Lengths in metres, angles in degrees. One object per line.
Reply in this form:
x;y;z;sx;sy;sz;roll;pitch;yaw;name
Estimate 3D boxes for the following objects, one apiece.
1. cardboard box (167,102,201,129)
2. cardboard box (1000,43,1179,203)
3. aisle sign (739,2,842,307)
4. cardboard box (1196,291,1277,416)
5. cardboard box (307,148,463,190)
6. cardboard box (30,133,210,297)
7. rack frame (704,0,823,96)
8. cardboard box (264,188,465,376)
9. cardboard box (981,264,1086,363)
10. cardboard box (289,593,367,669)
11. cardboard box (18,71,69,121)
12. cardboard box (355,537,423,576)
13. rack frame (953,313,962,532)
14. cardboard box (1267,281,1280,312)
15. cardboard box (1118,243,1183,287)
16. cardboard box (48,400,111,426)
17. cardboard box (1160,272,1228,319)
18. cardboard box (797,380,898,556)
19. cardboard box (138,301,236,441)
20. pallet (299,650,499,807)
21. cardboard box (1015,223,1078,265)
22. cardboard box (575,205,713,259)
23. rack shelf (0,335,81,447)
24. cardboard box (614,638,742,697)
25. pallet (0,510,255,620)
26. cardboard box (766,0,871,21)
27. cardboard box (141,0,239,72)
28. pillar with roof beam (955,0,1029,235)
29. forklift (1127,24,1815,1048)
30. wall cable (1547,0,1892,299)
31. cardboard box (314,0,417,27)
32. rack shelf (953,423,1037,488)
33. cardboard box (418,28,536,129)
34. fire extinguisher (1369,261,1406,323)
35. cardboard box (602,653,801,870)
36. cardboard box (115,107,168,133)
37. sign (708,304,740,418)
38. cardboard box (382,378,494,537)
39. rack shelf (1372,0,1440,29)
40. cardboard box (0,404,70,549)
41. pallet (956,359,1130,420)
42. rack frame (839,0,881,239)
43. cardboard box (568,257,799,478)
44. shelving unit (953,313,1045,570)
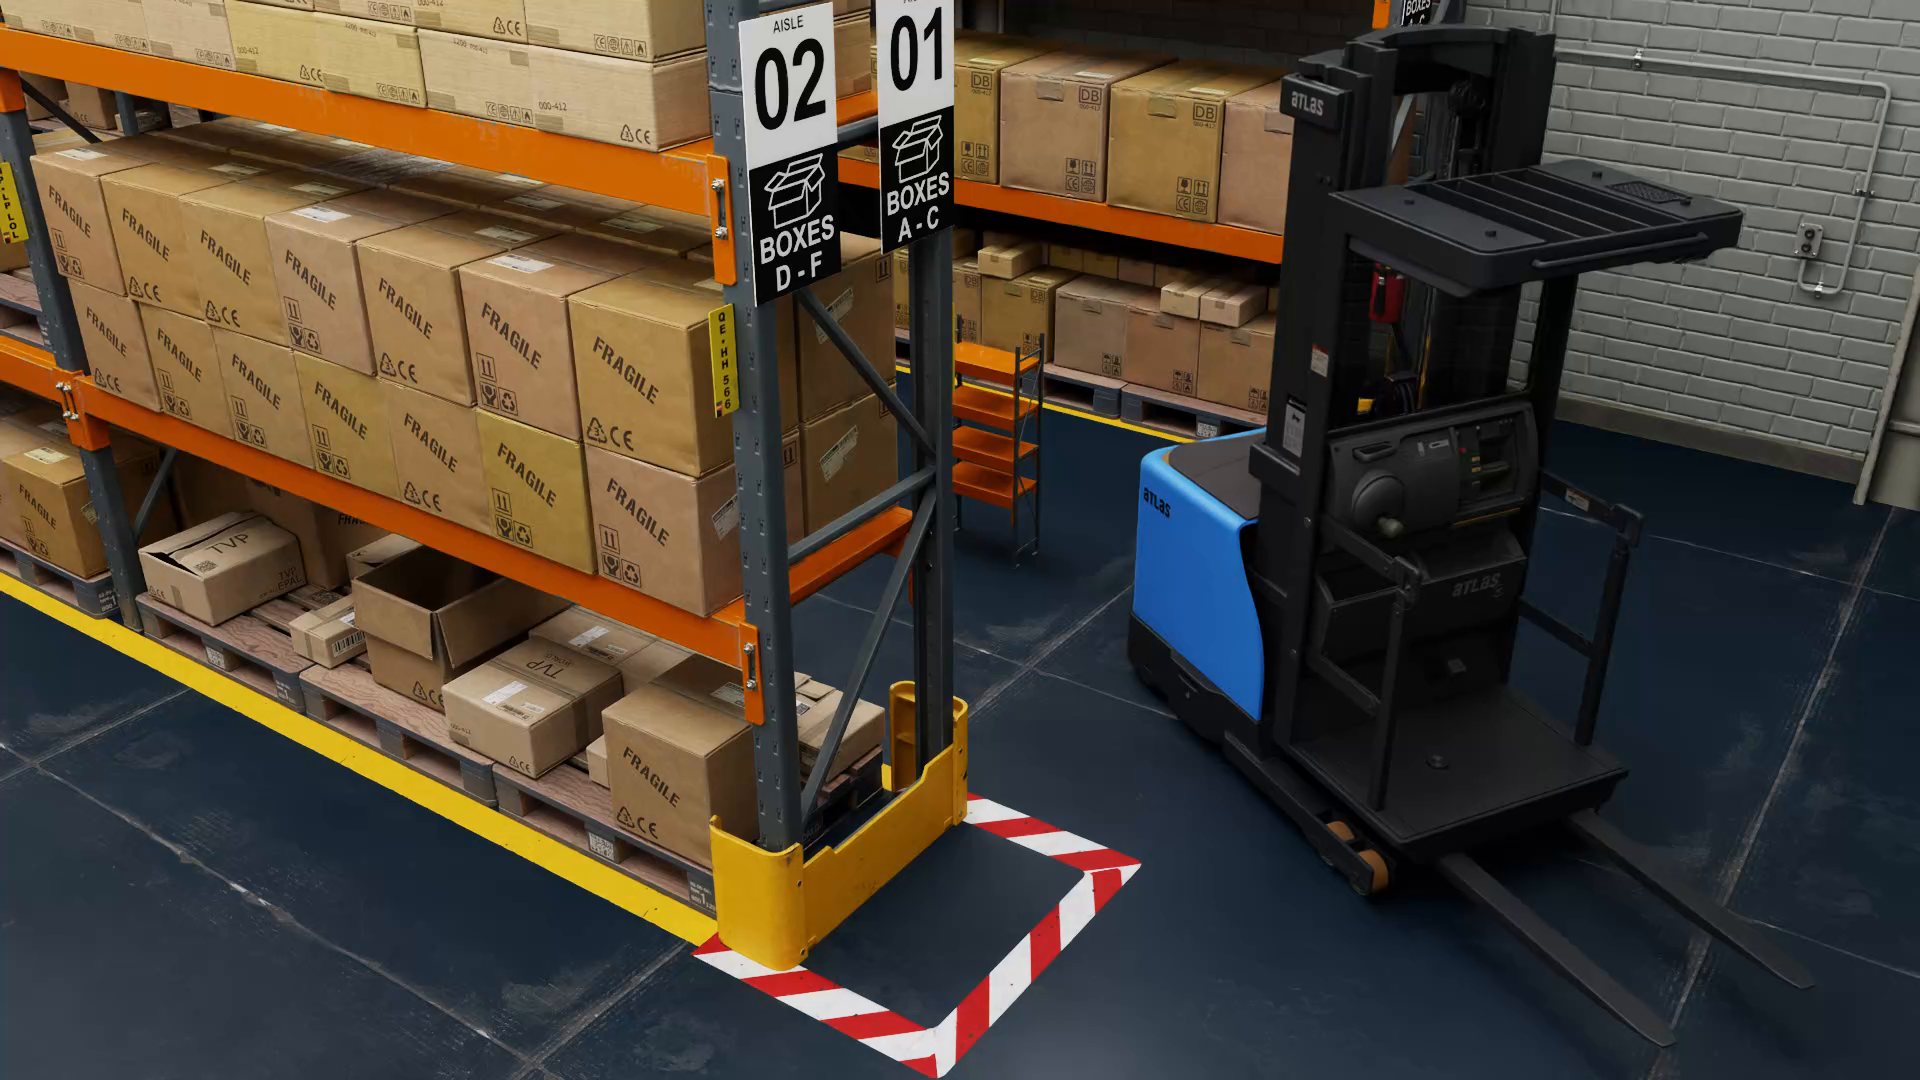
-6.829;-3.899;15.375;0.500;0.500;0.700;19;32;32;cardboard box
0.791;-2.561;10.144;0.700;0.700;0.980;16;31;28;cardboard box
-0.472;-1.092;4.722;0.004;0.787;0.394;17;32;30;aisle sign
1.813;-1.134;9.963;0.500;0.500;0.700;17;32;30;cardboard box
-2.250;-1.289;6.764;0.500;0.500;0.500;18;32;31;cardboard box
-3.423;-1.356;6.895;0.500;0.500;0.500;18;32;32;cardboard box
-0.355;-2.739;4.210;0.127;3.000;1.000;17;32;30;rack frame
-2.148;-0.960;6.116;0.500;0.500;0.500;18;32;32;cardboard box
0.542;-1.525;10.733;0.500;0.500;0.700;18;32;31;cardboard box
-2.710;0.381;7.332;0.250;0.166;0.380;17;32;30;cardboard box
-9.176;-4.544;16.643;0.500;0.500;0.700;15;31;27;cardboard box
-2.404;0.143;7.642;0.500;0.311;0.500;17;32;30;cardboard box
-0.065;-0.555;8.517;0.015;1.200;0.240;17;32;30;rack frame
2.029;-1.465;9.900;0.250;0.149;0.380;18;32;31;cardboard box
1.195;-1.725;10.410;0.250;0.149;0.380;18;32;31;cardboard box
-4.359;-0.523;8.740;0.500;0.500;0.500;18;32;31;cardboard box
1.393;-1.453;9.876;0.250;0.149;0.380;18;32;32;cardboard box
-0.572;-0.322;5.966;0.500;0.500;0.500;18;32;31;cardboard box
-2.962;-0.774;6.853;0.500;0.500;0.500;18;32;31;cardboard box
-2.077;0.640;7.259;1.213;0.211;1.003;17;32;30;pallet
0.561;-1.921;10.796;0.250;0.149;0.380;18;32;31;cardboard box
-1.007;-0.899;5.997;0.500;0.500;0.500;18;32;31;cardboard box
-5.301;-1.285;8.762;4.000;0.370;1.077;17;32;30;rack shelf
-1.055;0.590;6.830;0.500;0.250;0.500;17;32;30;cardboard box
-4.344;-0.044;8.604;1.213;0.211;1.003;17;32;30;pallet
-0.631;-1.787;5.262;0.500;0.250;0.500;17;32;30;cardboard box
-2.570;-1.886;6.007;0.500;0.250;0.500;17;32;30;cardboard box
-2.221;-4.153;6.989;0.400;9.000;9.100;17;32;30;pillar with roof beam
1.842;-0.217;5.945;1.130;2.935;3.031;-12;29;-22;forklift
4.038;-2.396;9.030;1.851;1.984;0.084;17;32;30;wall cable
-1.745;-1.853;5.390;0.500;0.250;0.500;17;32;30;cardboard box
0.136;-0.432;8.425;0.480;0.148;0.258;17;32;30;rack shelf
-1.334;-1.501;5.250;0.500;0.250;0.500;17;32;30;cardboard box
2.310;-1.506;8.899;0.183;0.674;0.296;17;32;30;fire extinguisher
-0.943;0.805;6.131;0.500;0.500;0.500;17;32;30;cardboard box
-7.903;-4.059;16.058;0.250;0.166;0.380;13;30;24;cardboard box
-0.686;-0.520;4.839;0.005;0.325;0.100;17;32;30;sign
-1.716;-0.385;6.089;0.500;0.500;0.500;18;32;31;cardboard box
0.798;-3.448;9.704;4.000;0.370;1.077;17;32;30;rack shelf
-4.624;-0.324;8.350;0.500;0.500;0.500;17;32;30;cardboard box
0.742;-1.165;10.806;1.213;0.211;1.003;17;32;30;pallet
-0.851;-2.945;11.230;0.127;3.000;1.000;17;32;30;rack frame
-0.878;-0.567;5.344;0.500;0.500;0.500;17;32;30;cardboard box
0.136;-0.492;8.394;0.503;1.200;0.258;17;32;30;shelving unit
